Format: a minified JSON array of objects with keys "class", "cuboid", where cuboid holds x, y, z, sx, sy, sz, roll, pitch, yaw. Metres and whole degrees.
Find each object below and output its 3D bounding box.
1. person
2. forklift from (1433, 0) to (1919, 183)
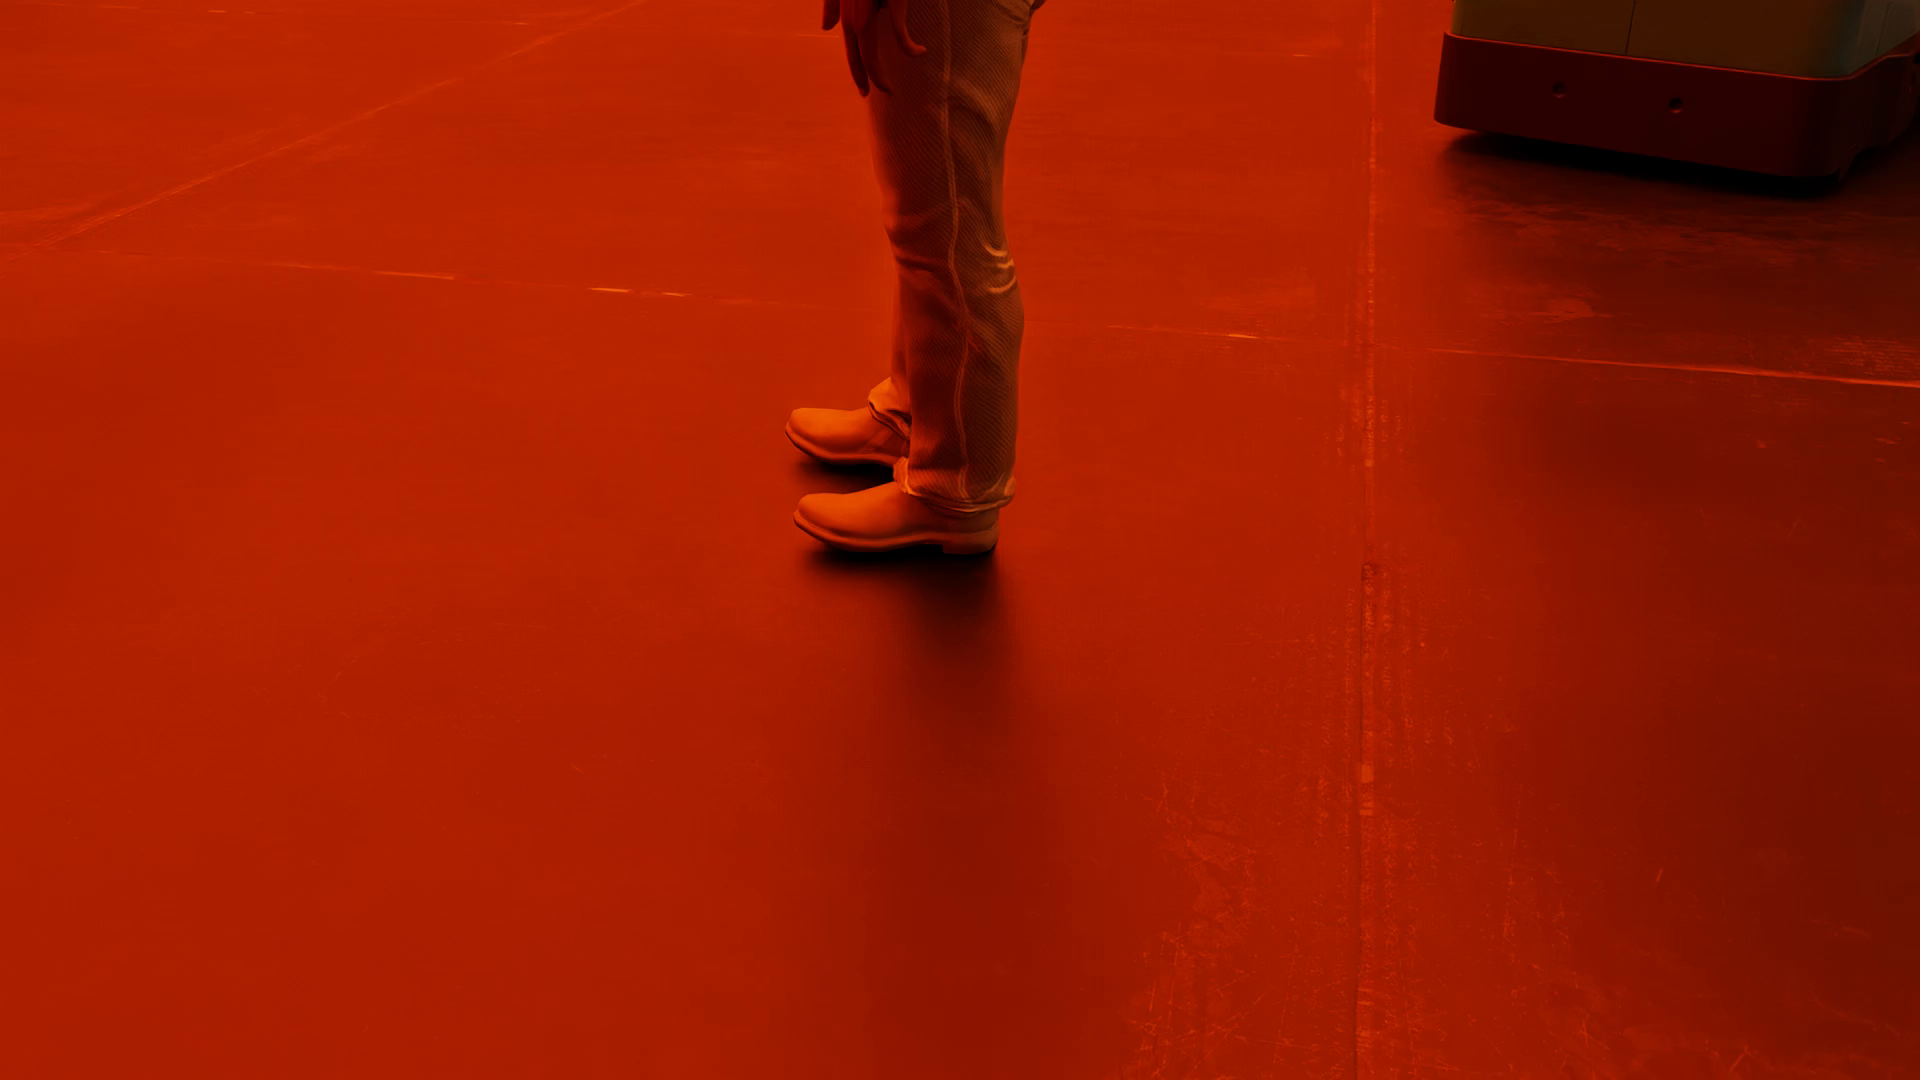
[{"class":"person","cuboid":[-0.067,-0.805,2.118,0.575,1.768,0.665,6,27,11]},{"class":"forklift","cuboid":[2.647,-2.802,4.799,1.130,2.935,3.031,20,33,34]}]
